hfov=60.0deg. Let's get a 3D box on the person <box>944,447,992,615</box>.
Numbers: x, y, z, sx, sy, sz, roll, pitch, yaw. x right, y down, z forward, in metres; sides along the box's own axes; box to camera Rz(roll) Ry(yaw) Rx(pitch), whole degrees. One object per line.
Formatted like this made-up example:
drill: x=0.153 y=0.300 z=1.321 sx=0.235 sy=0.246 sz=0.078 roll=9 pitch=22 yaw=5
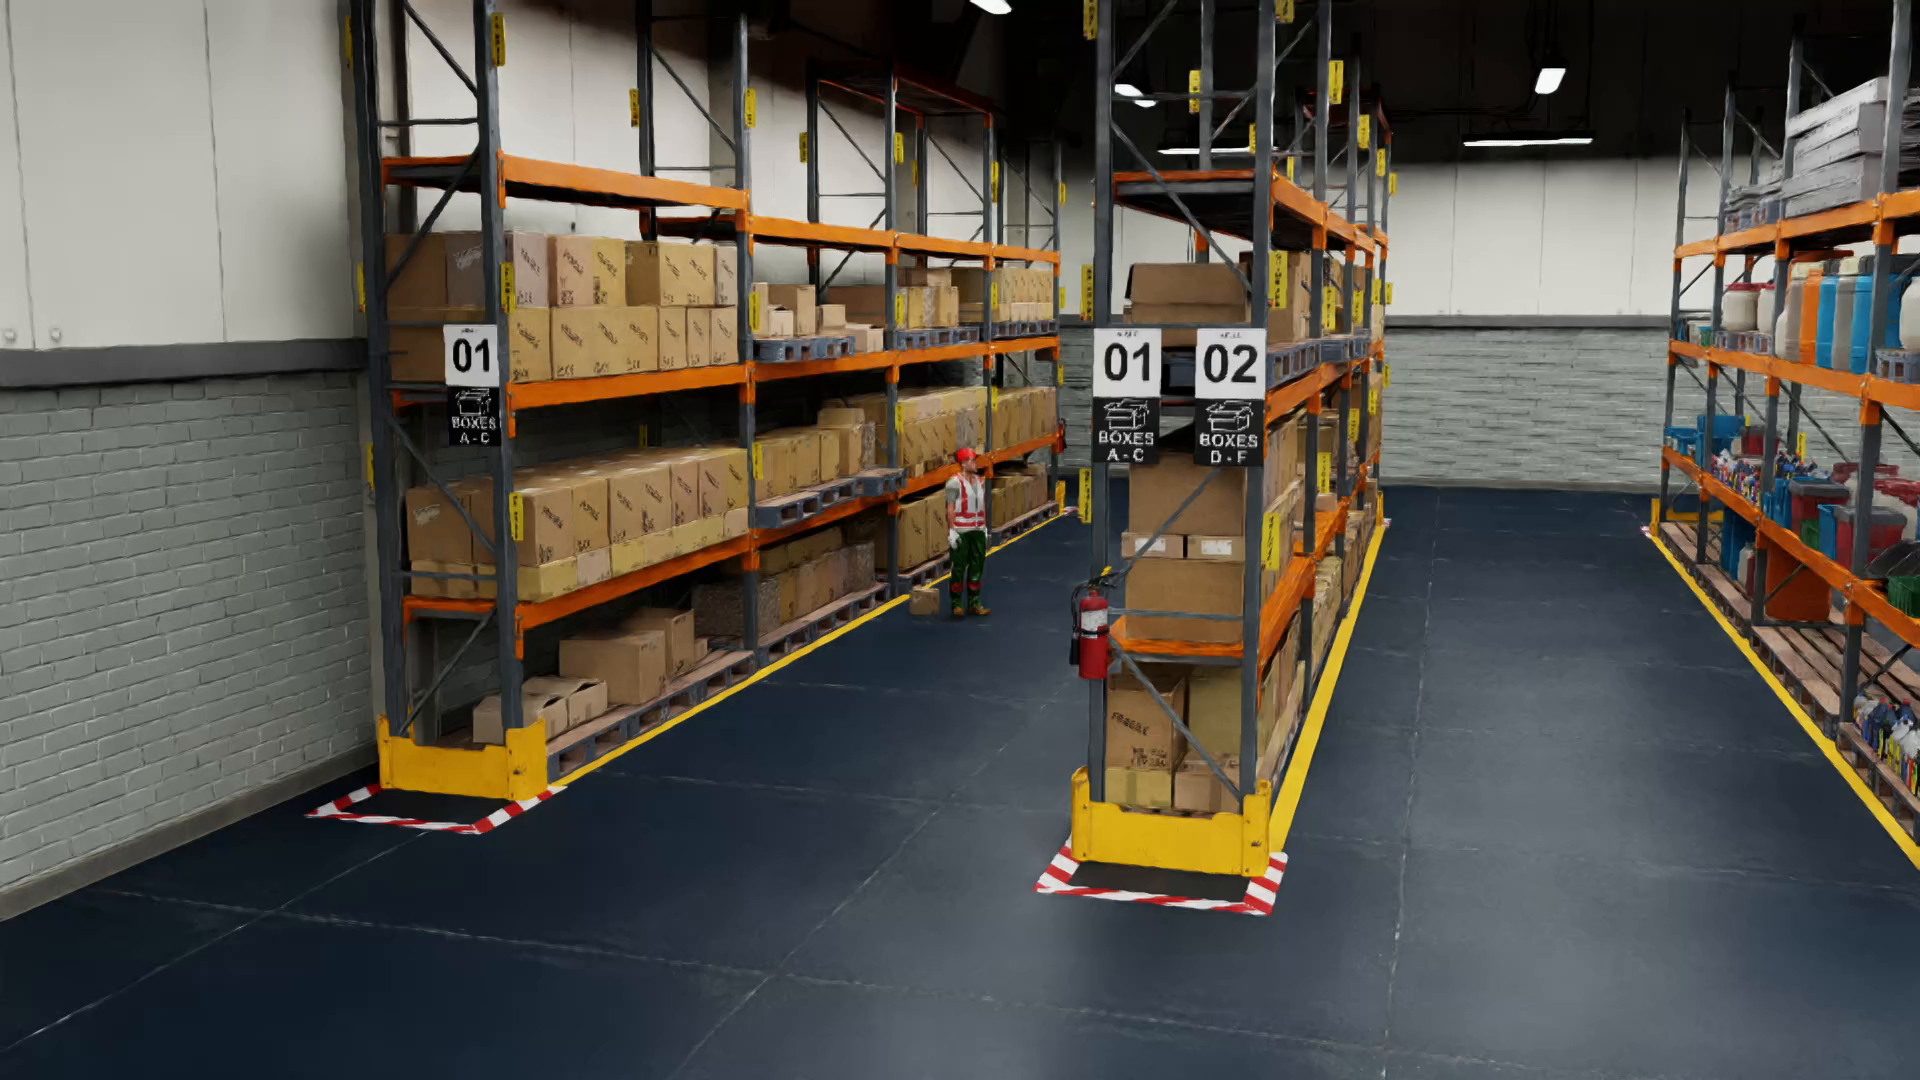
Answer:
person: x=0.090 y=-0.091 z=17.741 sx=0.539 sy=1.800 sz=0.354 roll=-7 pitch=11 yaw=-39
